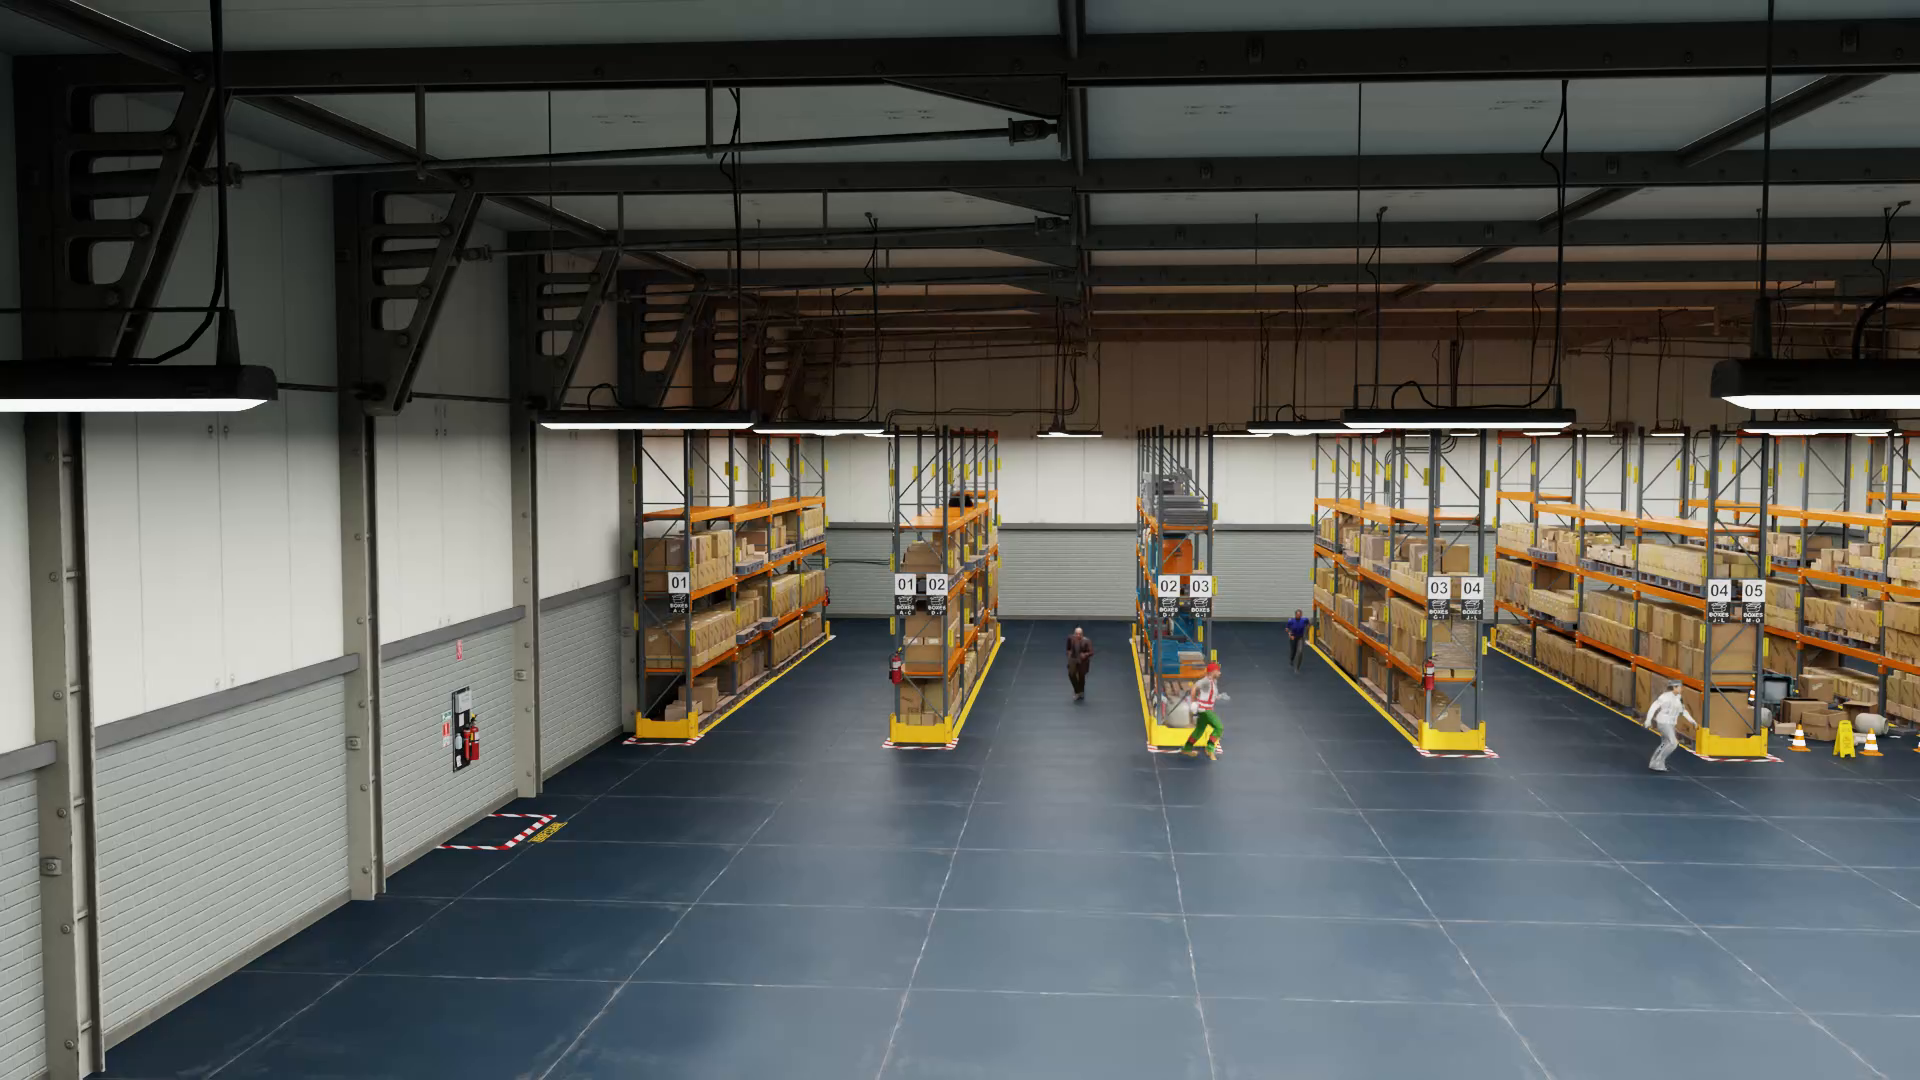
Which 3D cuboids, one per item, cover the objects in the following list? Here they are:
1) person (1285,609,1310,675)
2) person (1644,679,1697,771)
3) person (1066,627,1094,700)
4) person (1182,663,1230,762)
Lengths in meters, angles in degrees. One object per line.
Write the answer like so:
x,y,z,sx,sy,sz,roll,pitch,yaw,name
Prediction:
8.314,2.483,41.092,0.601,1.616,0.962,0,3,-2,person
12.237,3.180,28.592,0.590,1.615,0.751,-2,4,-35,person
2.655,2.692,36.741,0.717,1.605,1.185,1,4,15,person
4.371,3.065,29.711,0.840,1.763,0.711,1,4,23,person
